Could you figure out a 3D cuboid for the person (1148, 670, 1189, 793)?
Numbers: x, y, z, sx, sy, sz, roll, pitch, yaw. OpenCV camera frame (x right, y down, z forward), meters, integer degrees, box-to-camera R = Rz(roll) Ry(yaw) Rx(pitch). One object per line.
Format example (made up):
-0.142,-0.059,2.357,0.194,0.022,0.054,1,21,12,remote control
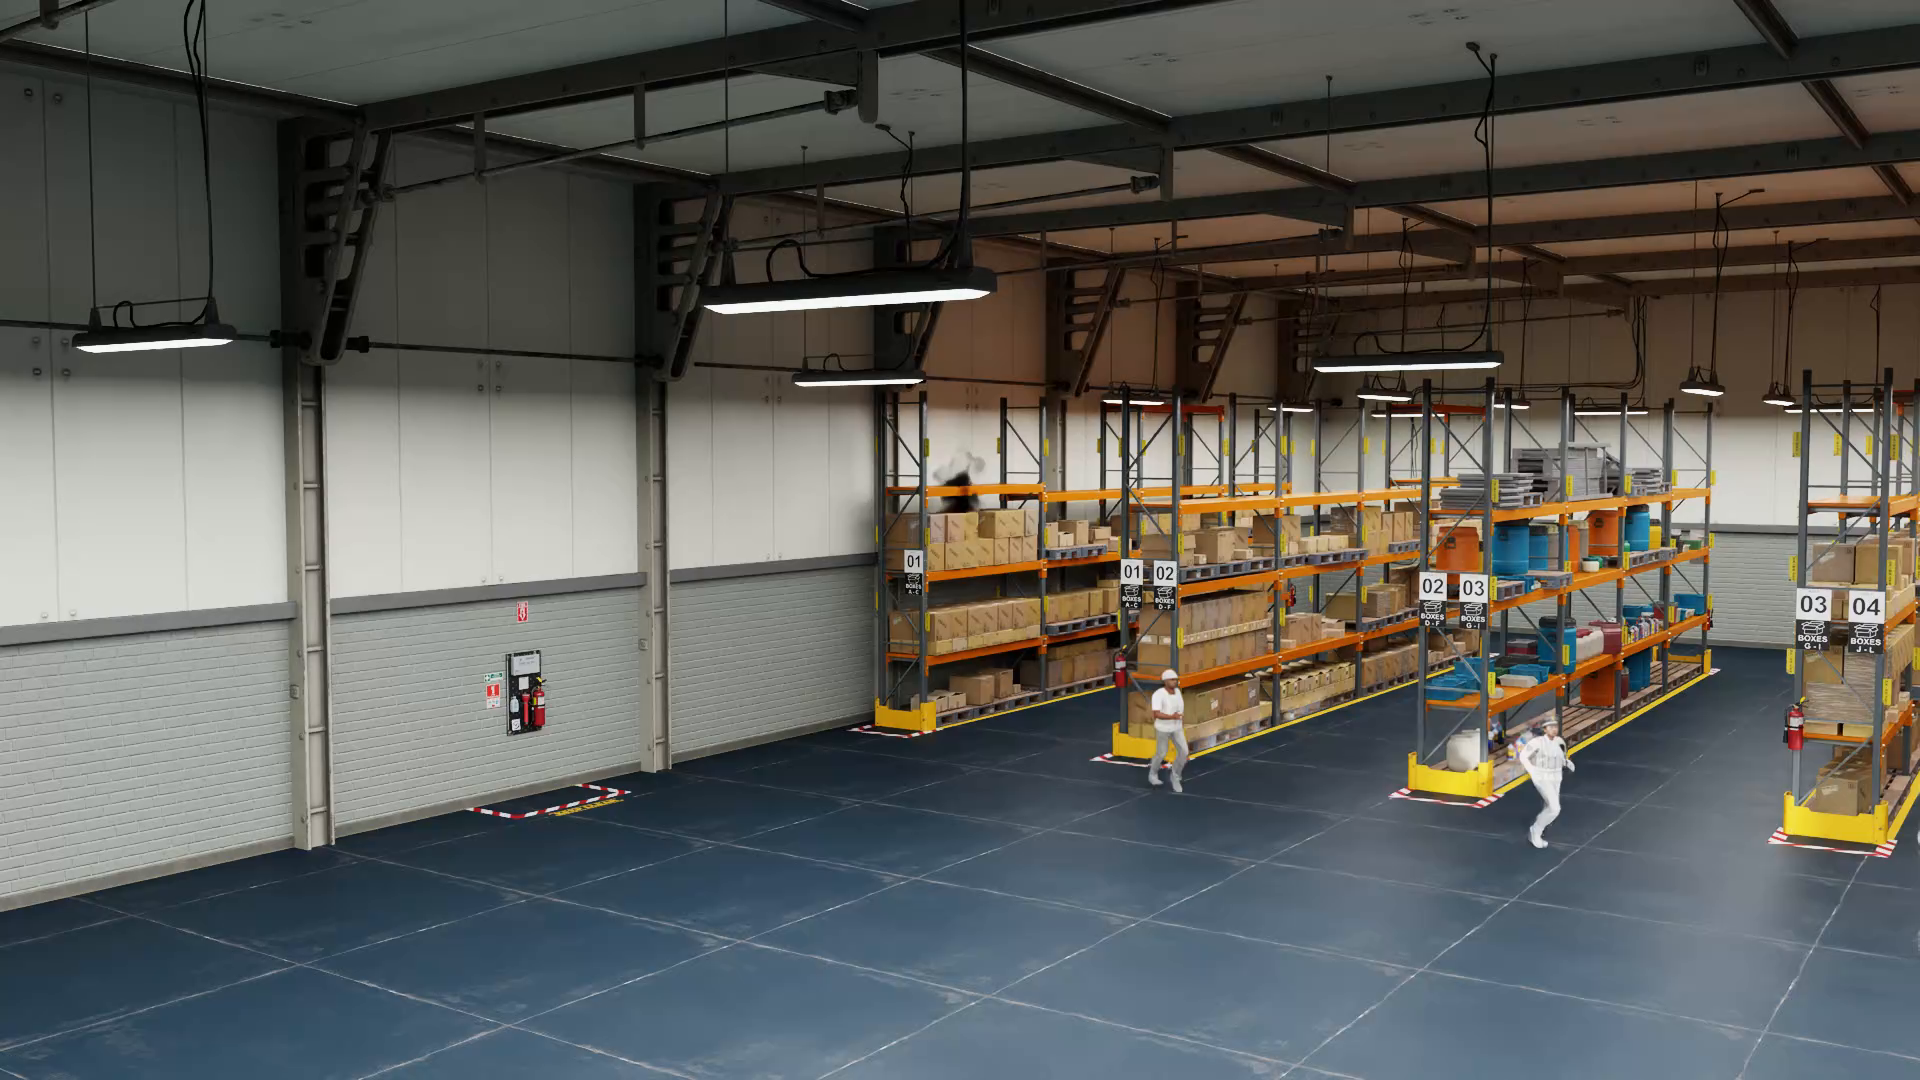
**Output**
3.052,2.783,24.206,0.668,1.806,0.823,-2,4,-31,person

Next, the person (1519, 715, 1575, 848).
7.357,3.011,20.712,0.578,1.674,0.623,-1,3,-22,person
